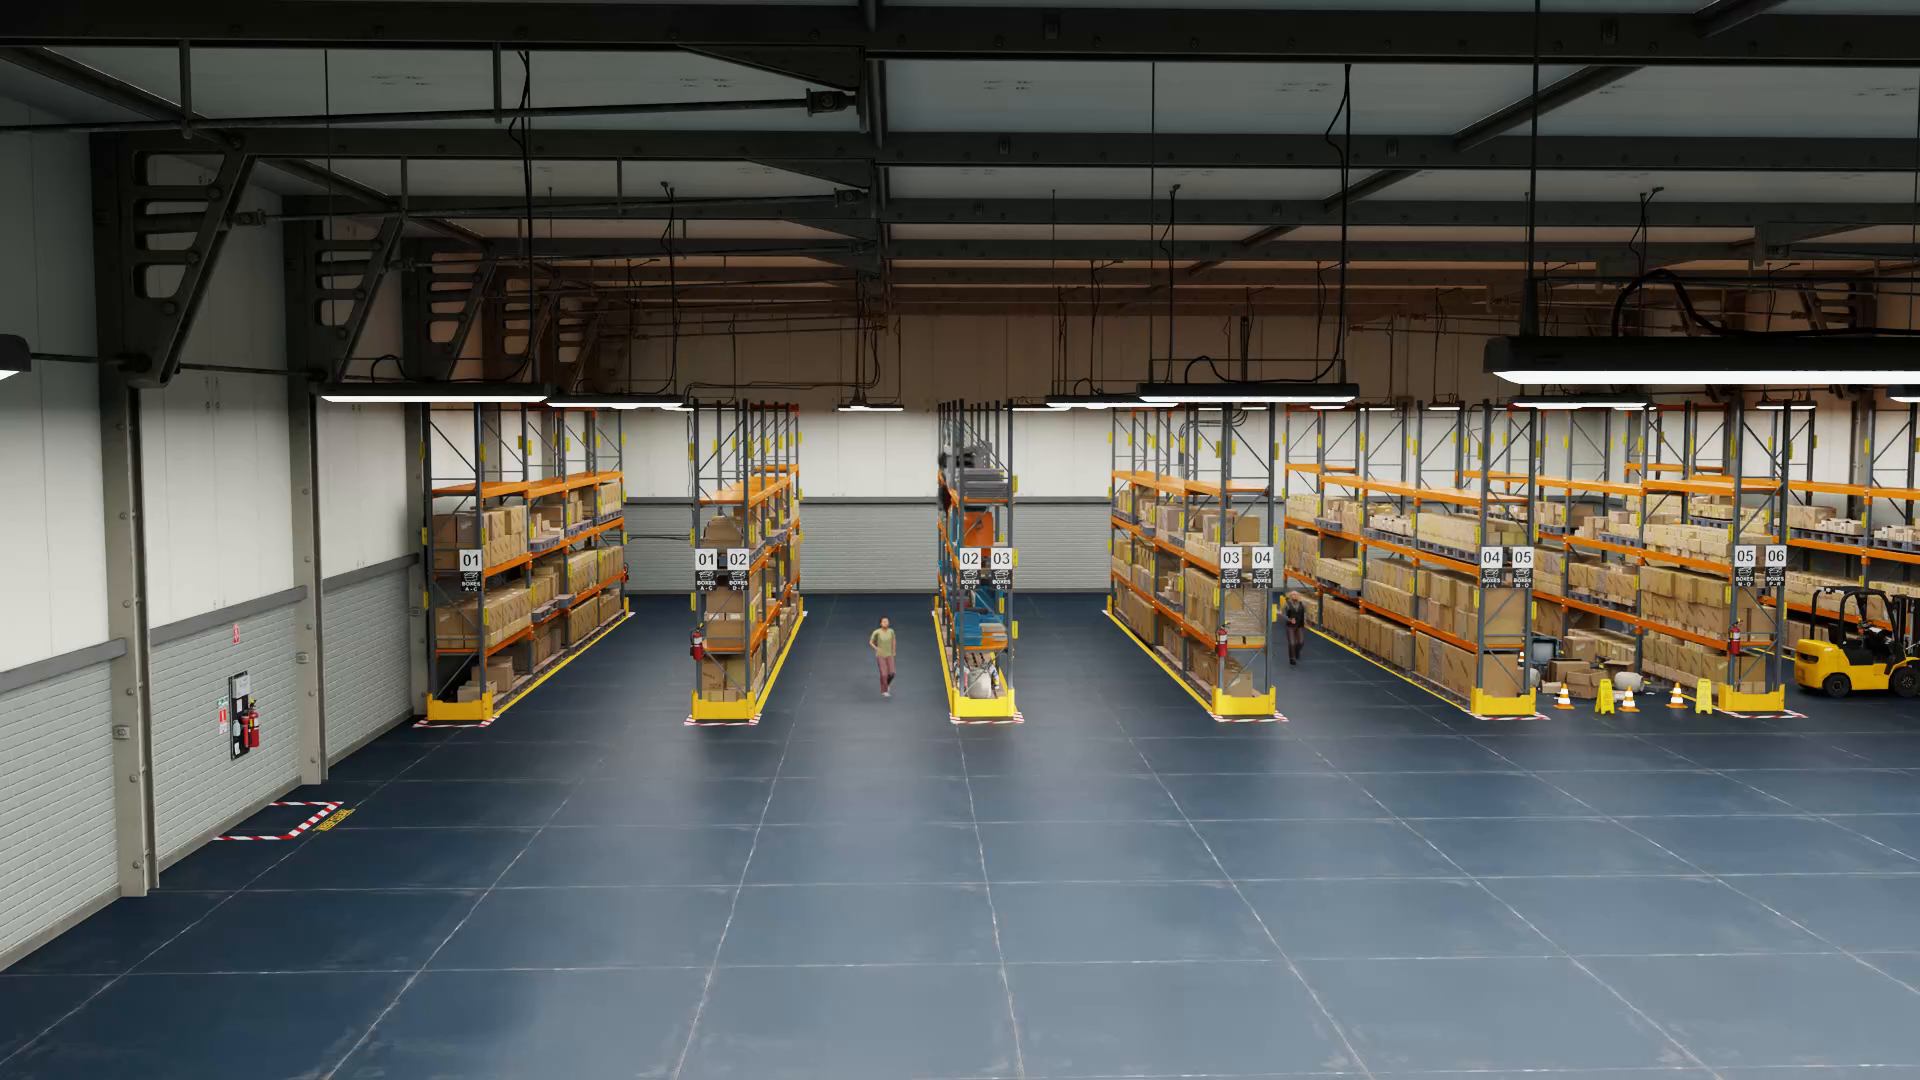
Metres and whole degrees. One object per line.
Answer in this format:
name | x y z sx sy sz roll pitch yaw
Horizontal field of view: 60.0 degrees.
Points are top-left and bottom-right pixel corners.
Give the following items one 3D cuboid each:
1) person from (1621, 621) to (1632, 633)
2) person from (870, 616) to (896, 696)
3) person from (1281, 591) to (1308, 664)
person | 17.265 1.658 43.386 0.521 1.548 0.540 -1 4 -14
person | -1.526 2.354 33.617 0.581 1.631 0.484 -2 5 -19
person | 7.663 2.003 37.974 0.654 1.678 0.568 0 4 -4
